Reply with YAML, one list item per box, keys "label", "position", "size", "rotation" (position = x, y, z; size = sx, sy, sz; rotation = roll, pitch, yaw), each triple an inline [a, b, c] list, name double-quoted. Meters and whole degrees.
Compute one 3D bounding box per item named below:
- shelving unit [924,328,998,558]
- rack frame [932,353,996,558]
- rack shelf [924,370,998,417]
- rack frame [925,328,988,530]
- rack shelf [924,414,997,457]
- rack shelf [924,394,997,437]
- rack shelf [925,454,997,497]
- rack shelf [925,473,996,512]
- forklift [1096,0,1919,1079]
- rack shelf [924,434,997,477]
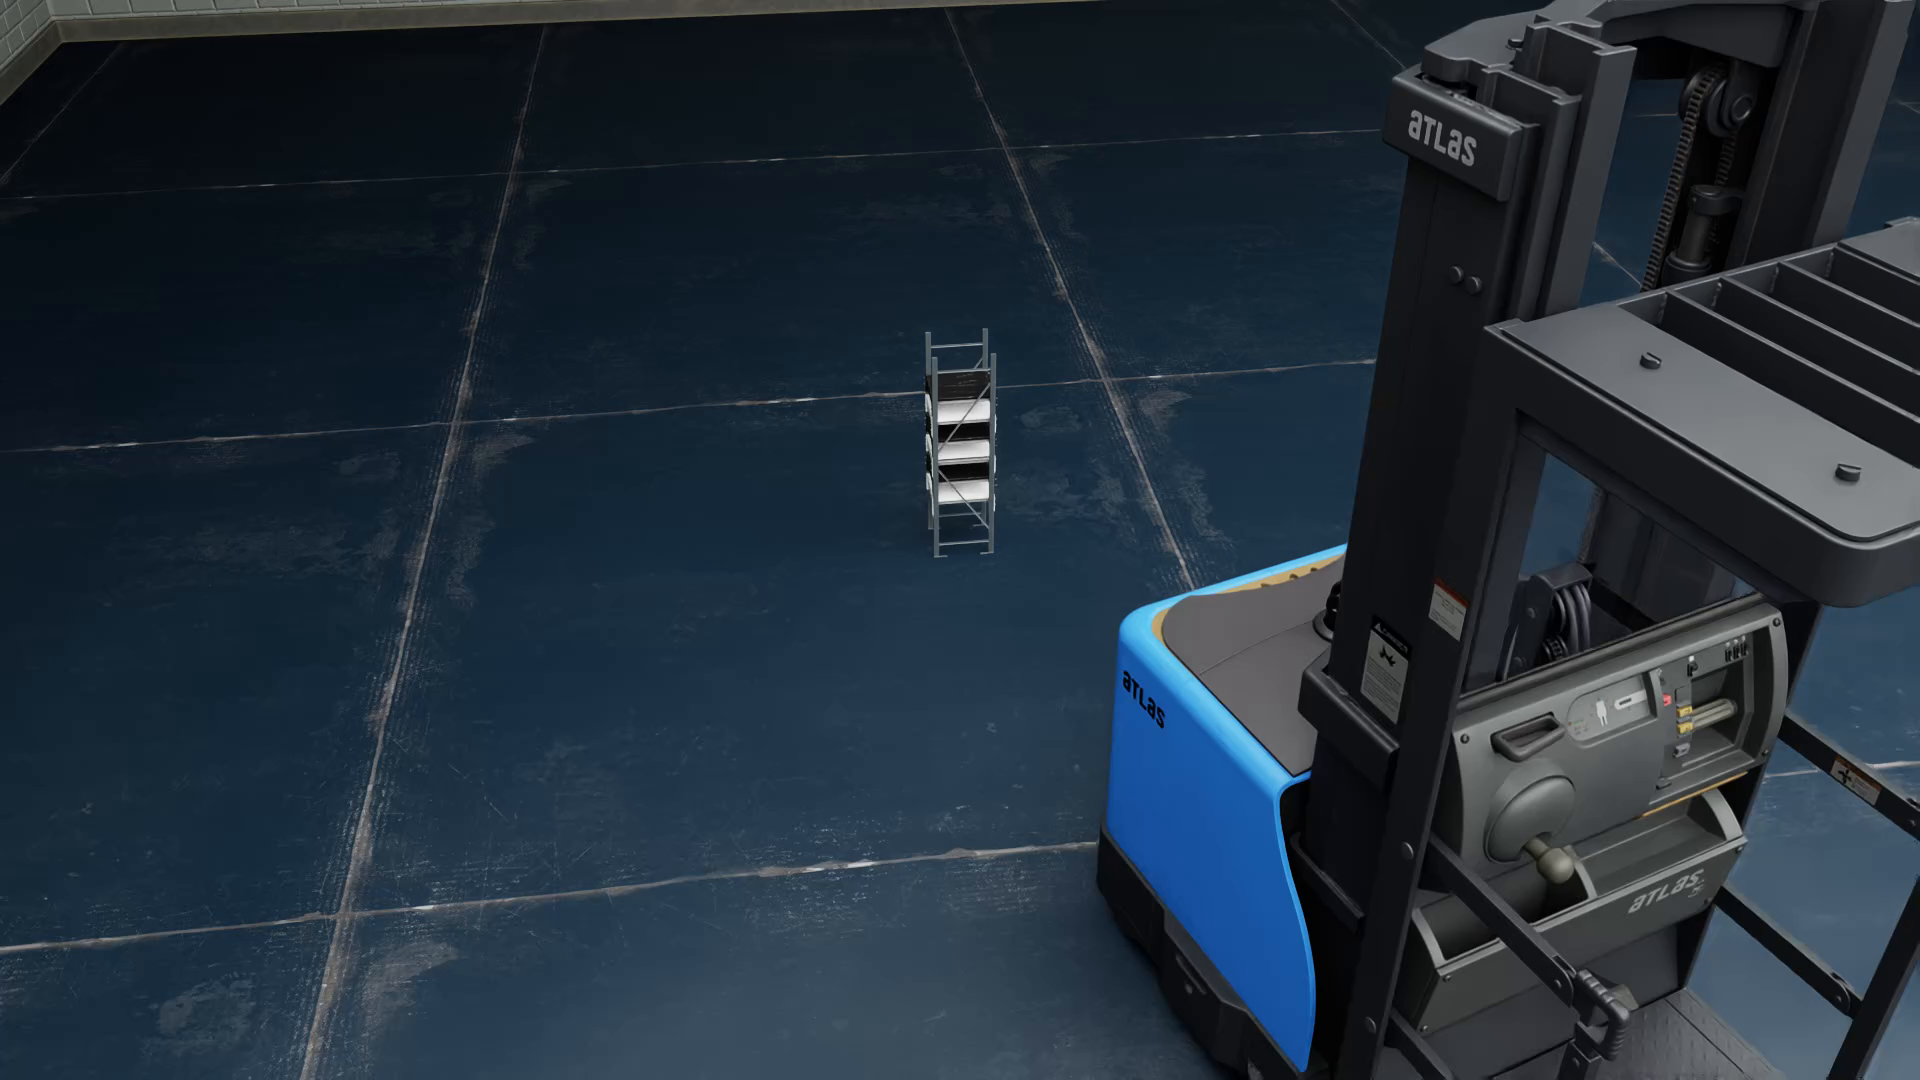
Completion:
- label: "shelving unit"
  position: [0.001, -0.367, 6.490]
  size: [0.258, 0.900, 0.210]
  rotation: [-4, 35, -6]
- label: "rack frame"
  position: [0.015, -0.311, 6.407]
  size: [0.240, 0.900, 0.006]
  rotation: [-4, 35, -6]
- label: "rack shelf"
  position: [0.001, -0.563, 6.357]
  size: [0.258, 0.077, 0.200]
  rotation: [-4, 35, -6]
- label: "rack frame"
  position: [-0.013, -0.424, 6.573]
  size: [0.240, 0.900, 0.006]
  rotation: [-4, 35, -6]
- label: "rack shelf"
  position: [0.001, -0.414, 6.458]
  size: [0.258, 0.077, 0.200]
  rotation: [-4, 35, -6]
- label: "rack shelf"
  position: [0.001, -0.489, 6.407]
  size: [0.258, 0.077, 0.200]
  rotation: [-4, 35, -6]
- label: "rack shelf"
  position: [0.001, -0.265, 6.559]
  size: [0.258, 0.077, 0.200]
  rotation: [-4, 35, -6]
- label: "rack shelf"
  position: [0.001, -0.191, 6.610]
  size: [0.258, 0.077, 0.200]
  rotation: [-4, 35, -6]
- label: "forklift"
  position: [1.524, 0.499, 3.416]
  size: [1.130, 2.935, 3.031]
  rotation: [-16, 37, -22]
- label: "rack shelf"
  position: [0.001, -0.340, 6.509]
  size: [0.258, 0.077, 0.200]
  rotation: [-4, 35, -6]
